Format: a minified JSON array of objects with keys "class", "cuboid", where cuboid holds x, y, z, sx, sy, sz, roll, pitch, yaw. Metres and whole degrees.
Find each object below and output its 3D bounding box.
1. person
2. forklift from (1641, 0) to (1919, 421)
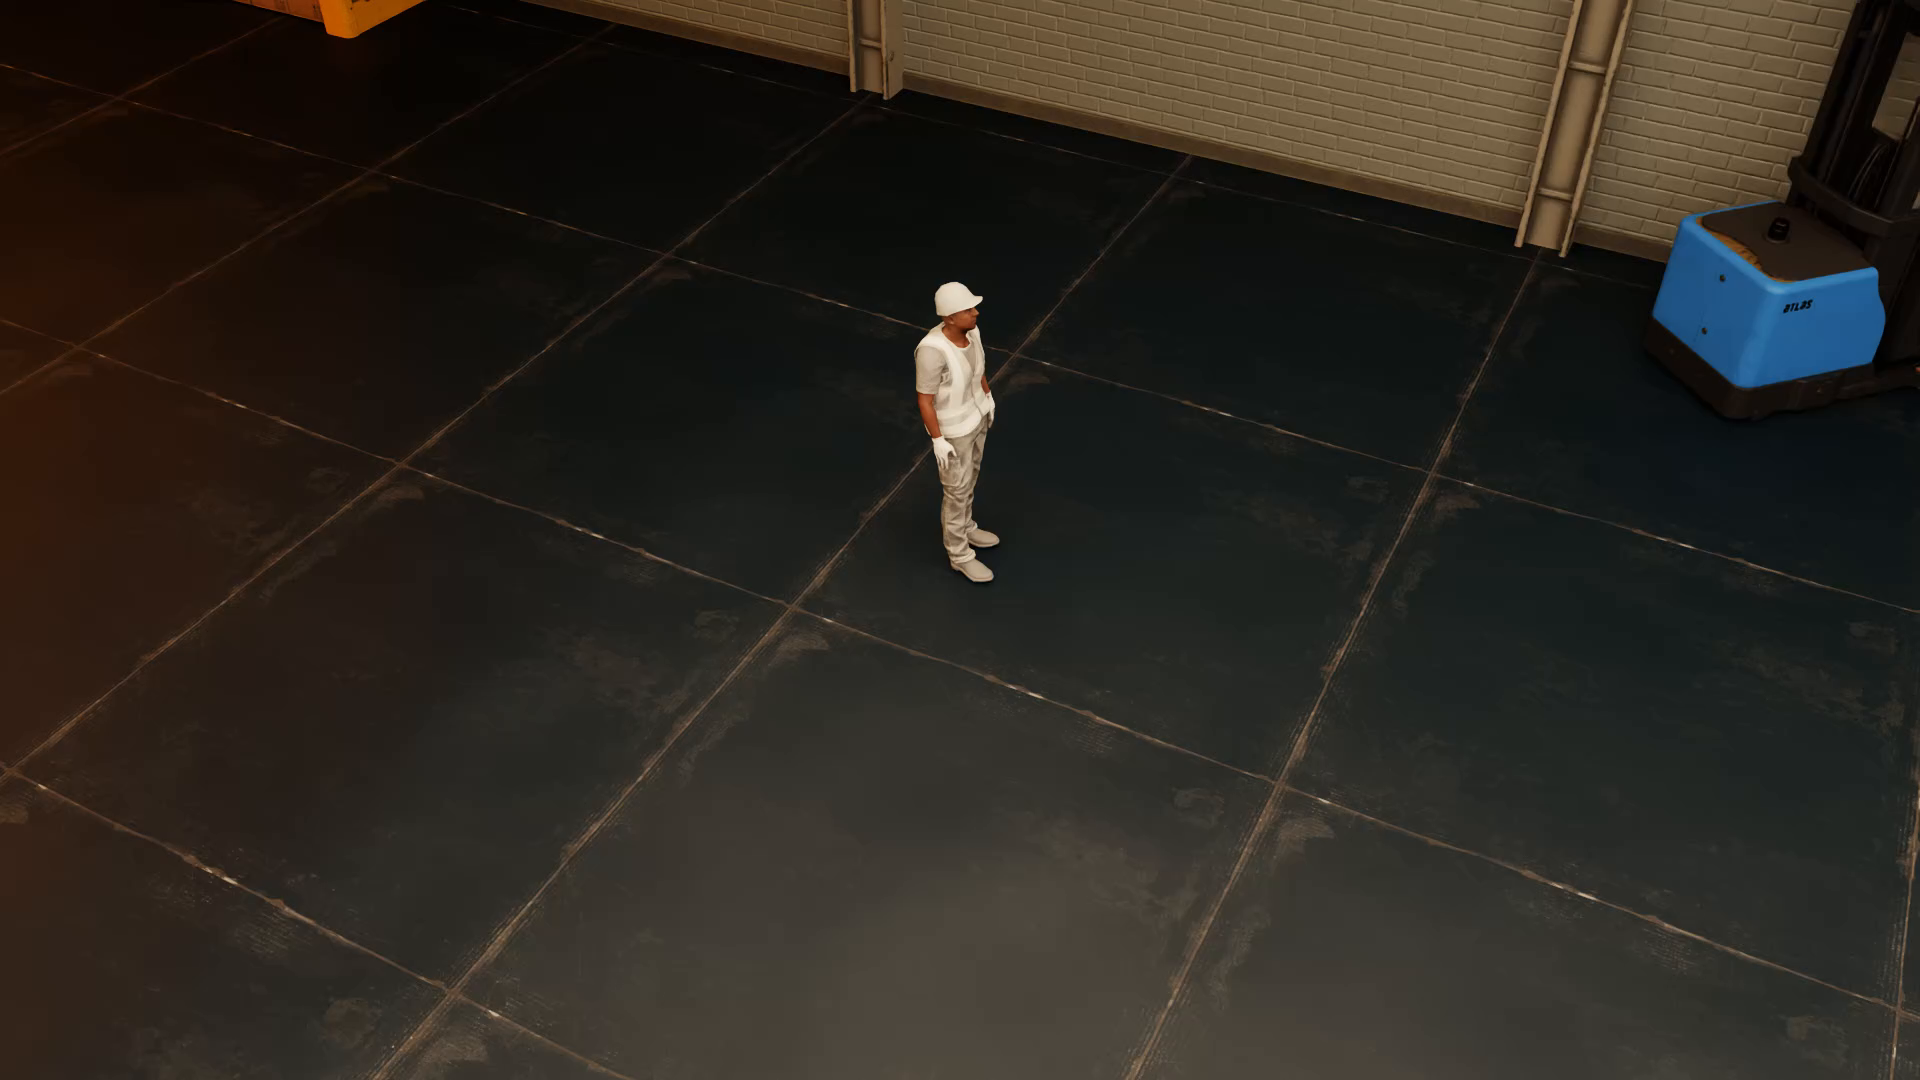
[{"class":"person","cuboid":[0.059,-0.661,9.651,0.577,1.782,0.656,18,43,21]},{"class":"forklift","cuboid":[6.408,-2.478,10.929,3.031,2.935,1.130,-12,42,-14]}]
